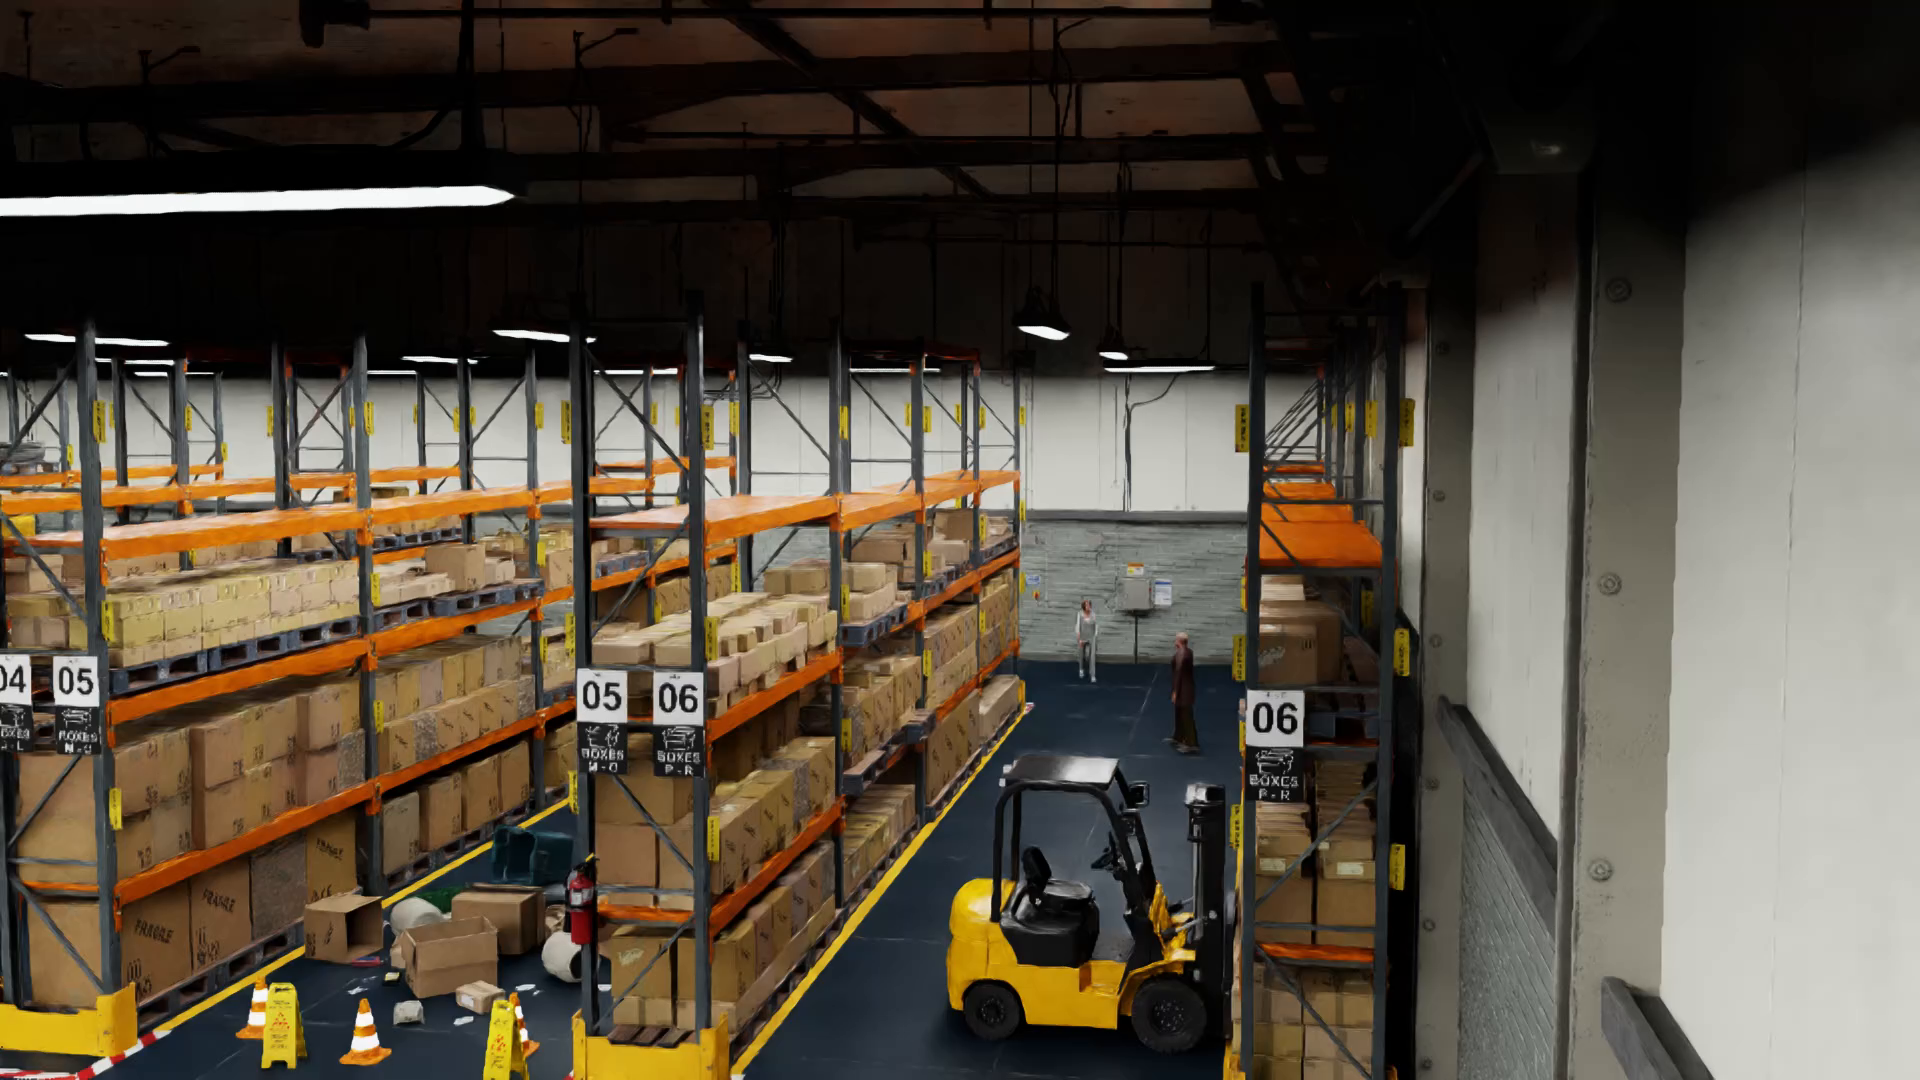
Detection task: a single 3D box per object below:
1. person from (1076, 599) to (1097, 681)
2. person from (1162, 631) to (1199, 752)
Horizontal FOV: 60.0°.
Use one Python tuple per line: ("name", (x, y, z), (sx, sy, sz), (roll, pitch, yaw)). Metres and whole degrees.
("person", (2.381, 1.868, 31.312), (0.411, 1.534, 0.956), (0, 5, 1))
("person", (3.314, 2.251, 24.967), (0.638, 1.771, 0.709), (2, 5, 21))
